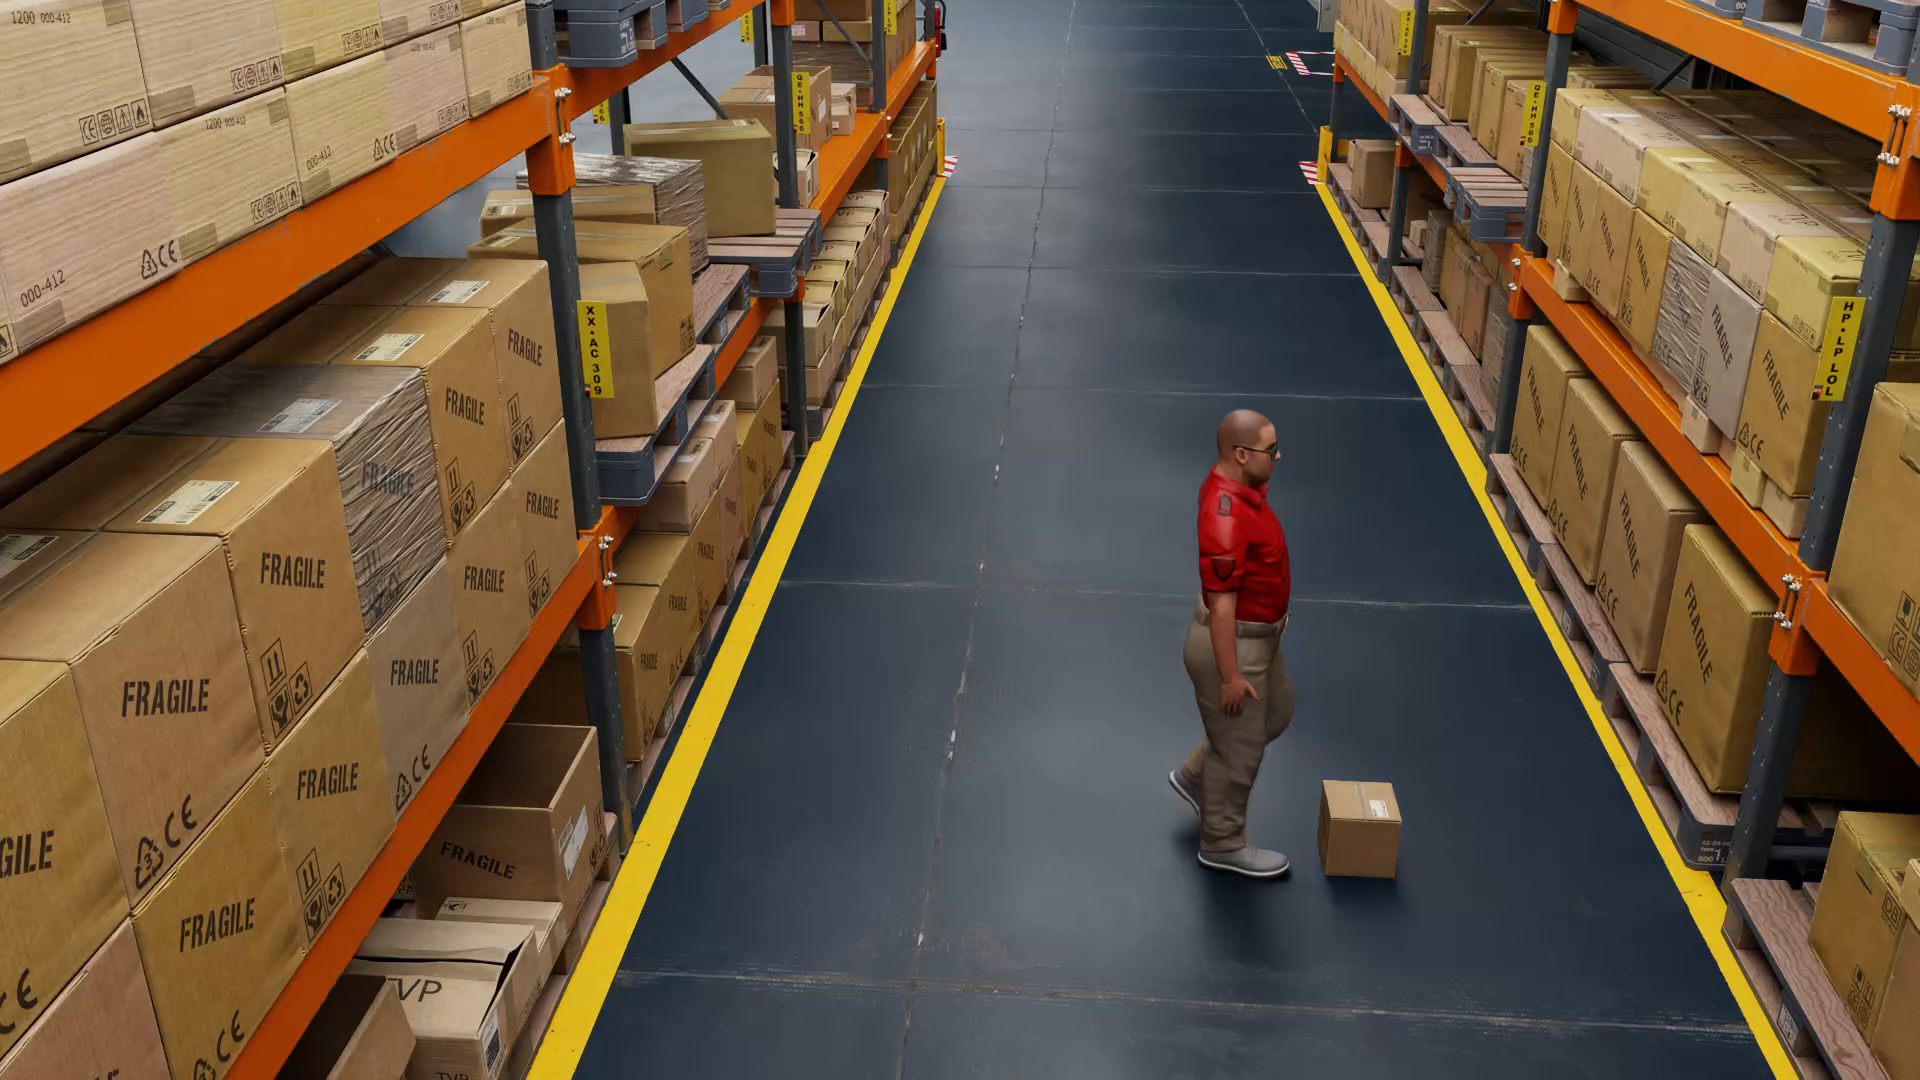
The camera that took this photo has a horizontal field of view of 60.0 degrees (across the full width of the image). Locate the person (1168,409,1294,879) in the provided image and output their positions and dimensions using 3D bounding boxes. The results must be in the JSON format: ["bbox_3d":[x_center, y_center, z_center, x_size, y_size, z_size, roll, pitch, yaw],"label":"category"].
[{"bbox_3d":[0.990,0.371,5.802,0.450,1.722,0.563,5,25,11],"label":"person"}]
